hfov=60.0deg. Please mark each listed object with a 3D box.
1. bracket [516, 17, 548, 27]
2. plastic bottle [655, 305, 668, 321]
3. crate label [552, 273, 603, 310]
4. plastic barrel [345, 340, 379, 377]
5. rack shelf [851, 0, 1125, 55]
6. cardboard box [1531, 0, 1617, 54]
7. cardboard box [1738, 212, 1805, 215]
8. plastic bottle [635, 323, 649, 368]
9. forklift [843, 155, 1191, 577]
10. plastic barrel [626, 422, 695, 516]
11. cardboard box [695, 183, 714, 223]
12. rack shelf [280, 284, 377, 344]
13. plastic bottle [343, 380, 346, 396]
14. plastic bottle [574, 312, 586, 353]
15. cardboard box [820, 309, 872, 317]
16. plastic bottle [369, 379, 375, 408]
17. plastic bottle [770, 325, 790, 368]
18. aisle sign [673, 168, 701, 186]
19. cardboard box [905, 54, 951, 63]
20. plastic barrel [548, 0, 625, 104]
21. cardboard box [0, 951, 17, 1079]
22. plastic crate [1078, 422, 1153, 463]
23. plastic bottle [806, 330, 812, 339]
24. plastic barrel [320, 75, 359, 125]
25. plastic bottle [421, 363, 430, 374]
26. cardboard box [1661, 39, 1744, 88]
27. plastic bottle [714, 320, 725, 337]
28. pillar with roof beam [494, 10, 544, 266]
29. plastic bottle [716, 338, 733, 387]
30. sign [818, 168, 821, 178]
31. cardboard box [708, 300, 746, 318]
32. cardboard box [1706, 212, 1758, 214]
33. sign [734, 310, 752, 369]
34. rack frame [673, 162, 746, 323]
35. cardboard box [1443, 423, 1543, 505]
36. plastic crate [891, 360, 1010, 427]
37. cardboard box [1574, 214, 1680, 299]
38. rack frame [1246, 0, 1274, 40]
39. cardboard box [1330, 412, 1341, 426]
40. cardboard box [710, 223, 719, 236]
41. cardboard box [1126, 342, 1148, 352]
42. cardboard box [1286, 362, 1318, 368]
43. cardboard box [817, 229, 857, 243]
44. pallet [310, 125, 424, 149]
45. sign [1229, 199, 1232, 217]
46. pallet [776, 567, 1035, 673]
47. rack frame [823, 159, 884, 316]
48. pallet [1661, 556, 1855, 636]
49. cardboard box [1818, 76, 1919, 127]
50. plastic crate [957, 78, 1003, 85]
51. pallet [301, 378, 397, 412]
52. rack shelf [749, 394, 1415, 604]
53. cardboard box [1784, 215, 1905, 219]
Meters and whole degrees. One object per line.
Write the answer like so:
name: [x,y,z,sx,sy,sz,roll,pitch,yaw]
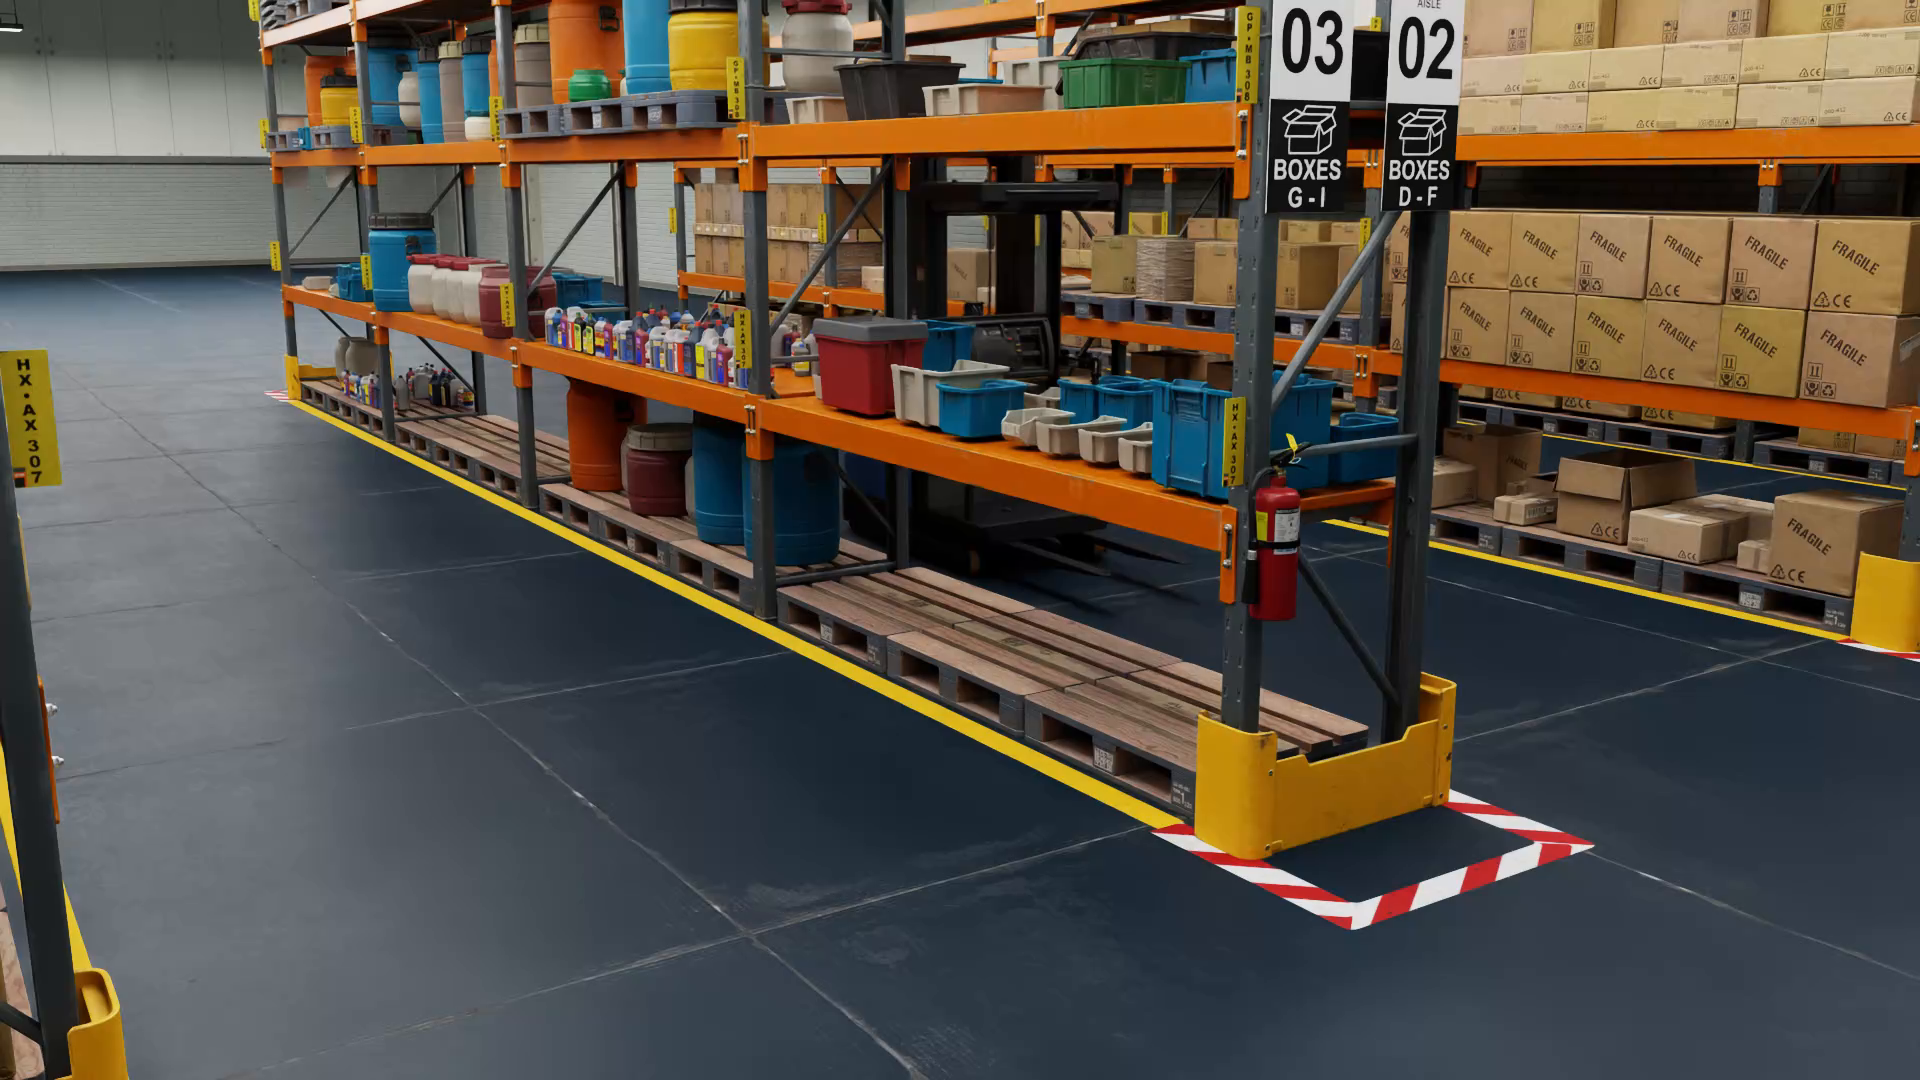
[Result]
bracket: [-9.990,-12.727,40.570,0.076,0.066,4.783,-8,15,-33]
plastic bottle: [-2.270,-1.651,12.662,0.061,0.283,0.133,-8,15,-33]
crate label: [-3.303,-1.996,13.886,0.502,0.435,0.616,-8,15,-33]
plastic barrel: [-6.704,-1.986,18.760,0.421,0.512,0.421,0,12,0]
rack shelf: [0.040,-5.095,16.718,1.077,0.370,4.000,-8,15,-33]
cardboard box: [4.107,-3.371,10.660,0.700,0.500,0.500,-8,15,-33]
cardboard box: [7.448,-2.914,15.435,0.500,0.250,0.500,-8,14,-31]
plastic bottle: [-2.100,-1.289,11.009,0.061,0.283,0.133,-8,15,-33]
forklift: [0.340,-1.314,11.010,1.130,2.935,3.031,-8,14,-31]
plastic barrel: [-2.067,-0.511,11.841,0.600,0.588,0.708,-8,15,-33]
cardboard box: [-3.007,-4.367,21.540,0.700,0.500,0.500,-8,15,-33]
rack shelf: [-6.302,-2.486,17.891,1.077,0.370,4.000,-8,15,-33]
plastic bottle: [-6.608,-1.663,17.966,0.097,0.201,0.097,0,12,0]
plastic bottle: [-2.714,-1.486,11.911,0.061,0.283,0.133,-8,15,-33]
cardboard box: [-1.348,-2.503,19.984,0.500,0.500,0.500,-8,15,-33]
plastic bottle: [-6.022,-1.508,17.065,0.061,0.283,0.133,-7,14,-29]
plastic bottle: [-1.214,-1.290,11.031,0.152,0.276,0.135,-8,15,-33]
aisle sign: [-3.576,-5.024,21.729,0.394,0.787,0.004,-8,15,-33]
cardboard box: [-0.424,-4.818,17.463,0.500,0.500,0.500,-6,14,-27]
plastic barrel: [-2.666,-3.549,12.060,0.600,0.830,0.708,-8,15,-33]
cardboard box: [-3.090,0.967,4.407,0.875,0.875,0.875,-8,15,-33]
plastic crate: [0.704,-0.425,7.259,0.396,0.136,0.243,-8,15,-33]
plastic bottle: [-0.945,-1.212,10.685,0.097,0.271,0.097,0,12,0]
plastic barrel: [-6.673,-4.768,18.197,0.600,0.588,0.600,0,12,0]
plastic bottle: [-5.739,-1.737,17.956,0.144,0.351,0.185,-7,14,-30]
cardboard box: [4.532,-2.809,9.844,0.500,0.250,0.500,-8,15,-33]
plastic bottle: [-1.525,-1.209,10.486,0.144,0.351,0.185,-8,15,-33]
pillar with roof beam: [-14.936,-11.033,41.250,9.100,9.000,0.548,-8,15,-33]
plastic bottle: [-1.415,-1.069,10.003,0.061,0.283,0.133,-8,15,-33]
sign: [-2.638,-7.000,31.425,0.001,0.298,0.199,-8,15,-33]
cardboard box: [-2.894,-2.796,21.326,0.500,0.500,0.500,-8,15,-33]
cardboard box: [7.014,-2.854,15.161,0.500,0.250,0.500,-8,14,-31]
sign: [-1.220,-1.129,9.356,0.100,0.325,0.005,-8,15,-33]
rack frame: [-3.284,-3.779,22.119,1.000,3.000,0.127,-8,15,-33]
cardboard box: [3.916,-0.570,12.270,0.500,0.500,0.500,-8,15,-33]
plastic crate: [-0.069,-0.737,8.347,0.437,0.282,0.530,-8,15,-33]
cardboard box: [4.249,-1.790,10.450,0.500,0.500,0.500,-8,14,-31]
rack frame: [1.455,-3.278,5.788,1.000,3.000,0.127,-8,15,-33]
cardboard box: [2.852,-0.692,12.826,0.500,0.500,0.500,-8,15,-33]
cardboard box: [-2.961,-3.958,21.187,0.380,0.149,0.250,-8,15,-33]
cardboard box: [2.445,-2.828,22.593,0.500,0.500,0.500,-9,16,-37]
cardboard box: [4.340,-2.249,19.945,0.700,0.500,0.500,-8,15,-33]
cardboard box: [-1.397,-3.456,18.891,0.380,0.149,0.250,-8,15,-33]
pallet: [-5.675,-3.971,16.422,1.213,0.211,1.003,-8,15,-33]
sign: [3.514,-4.286,21.730,0.100,0.325,0.005,-8,15,-33]
pallet: [-0.322,0.430,9.403,1.003,0.211,1.213,-8,15,-33]
rack frame: [-1.068,-3.067,18.866,1.000,3.000,0.127,-8,15,-33]
pallet: [5.096,0.274,10.114,1.003,0.211,1.213,-8,15,-33]
cardboard box: [5.076,-2.385,9.078,0.500,0.250,0.500,-8,15,-33]
plastic crate: [0.009,-2.318,8.812,0.416,0.233,0.300,-8,15,-33]
pallet: [-6.883,-1.678,19.039,1.003,0.211,1.213,-8,15,-33]
rack shelf: [0.347,-0.352,8.132,1.077,0.370,4.000,-8,15,-33]
cardboard box: [5.258,-1.672,9.914,0.500,0.500,0.500,-8,15,-32]
